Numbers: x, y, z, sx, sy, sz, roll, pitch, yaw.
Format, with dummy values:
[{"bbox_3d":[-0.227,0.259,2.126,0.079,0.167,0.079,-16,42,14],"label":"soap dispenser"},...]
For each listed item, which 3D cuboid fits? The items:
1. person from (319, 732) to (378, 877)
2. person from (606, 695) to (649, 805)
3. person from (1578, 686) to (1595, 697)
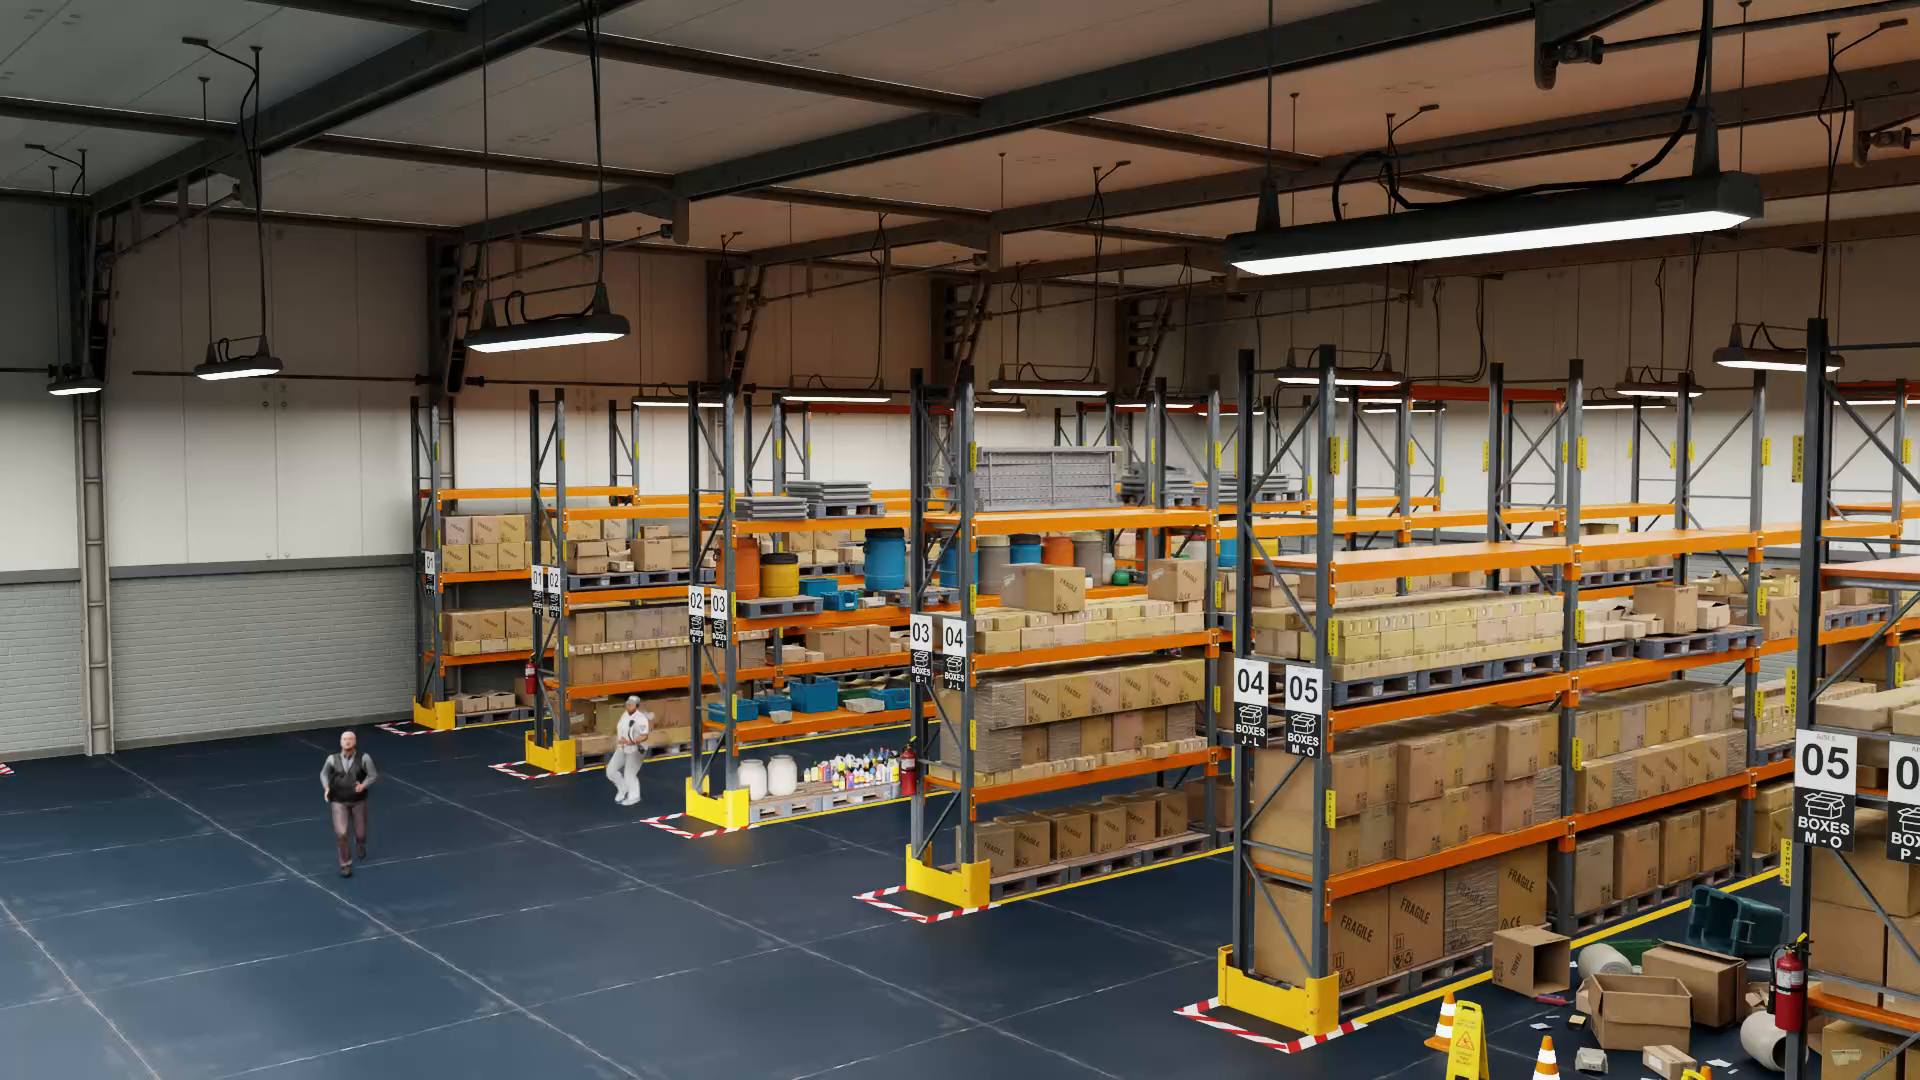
[{"bbox_3d":[-7.353,3.143,19.995,0.664,1.686,0.779,-1,4,-16],"label":"person"},{"bbox_3d":[-4.665,2.979,23.538,0.660,1.599,0.580,2,4,32],"label":"person"},{"bbox_3d":[9.047,2.843,24.070,0.779,1.839,0.668,-3,4,-41],"label":"person"}]
